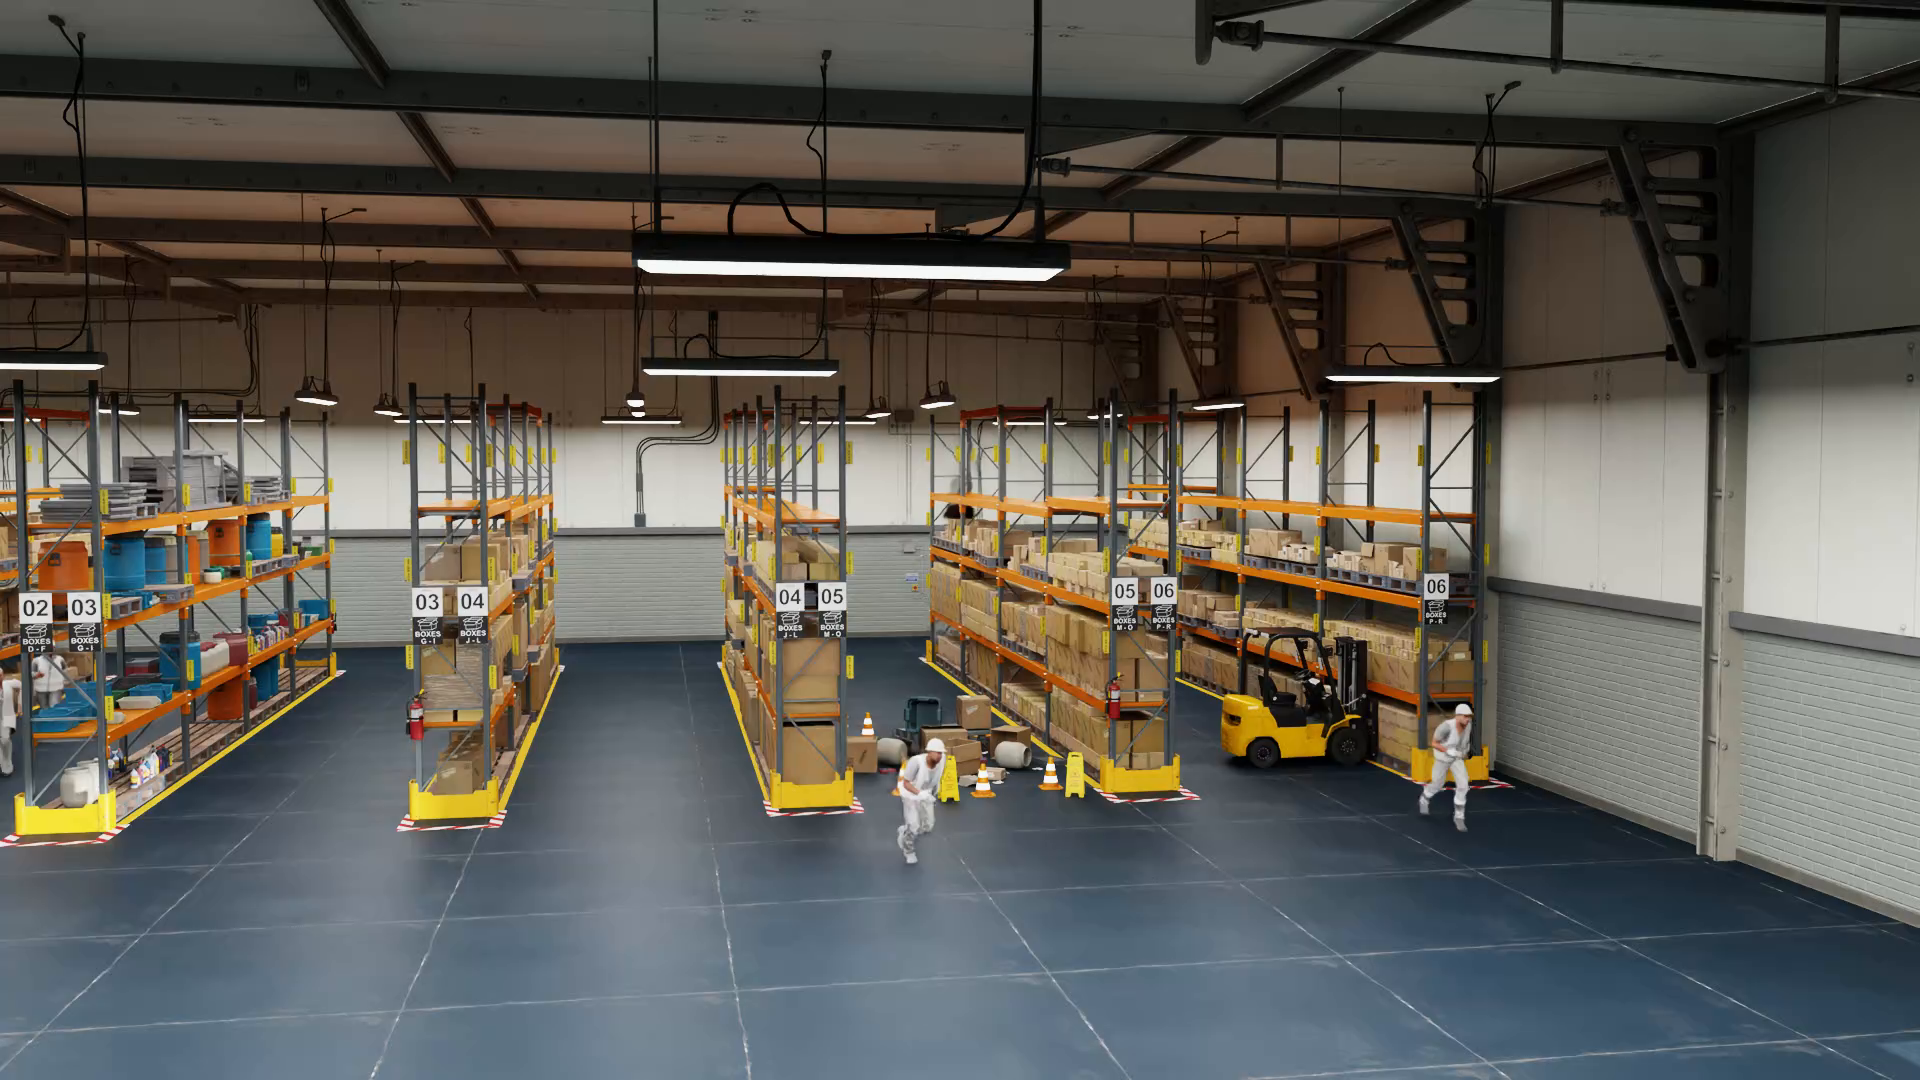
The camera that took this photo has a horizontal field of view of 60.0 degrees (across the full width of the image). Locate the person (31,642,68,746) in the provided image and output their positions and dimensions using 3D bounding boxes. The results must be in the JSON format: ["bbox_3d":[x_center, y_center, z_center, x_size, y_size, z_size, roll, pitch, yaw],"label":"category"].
[{"bbox_3d":[-15.943,2.644,29.058,0.635,1.811,0.871,-1,3,-26],"label":"person"}]

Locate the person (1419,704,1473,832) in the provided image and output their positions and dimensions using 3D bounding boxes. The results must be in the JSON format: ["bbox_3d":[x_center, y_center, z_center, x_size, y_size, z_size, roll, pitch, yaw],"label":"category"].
[{"bbox_3d":[6.593,3.032,22.551,0.704,1.732,1.056,-1,3,-23],"label":"person"}]

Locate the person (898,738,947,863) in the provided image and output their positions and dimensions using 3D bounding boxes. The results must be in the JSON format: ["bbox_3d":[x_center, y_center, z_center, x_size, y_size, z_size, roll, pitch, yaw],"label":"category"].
[{"bbox_3d":[-0.450,3.182,20.407,0.710,1.580,0.885,-2,4,-39],"label":"person"}]

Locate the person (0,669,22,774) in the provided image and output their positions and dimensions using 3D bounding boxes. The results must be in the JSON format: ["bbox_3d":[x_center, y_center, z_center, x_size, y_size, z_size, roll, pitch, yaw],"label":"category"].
[{"bbox_3d":[-14.890,2.815,25.821,0.680,1.703,0.934,-1,3,-20],"label":"person"}]

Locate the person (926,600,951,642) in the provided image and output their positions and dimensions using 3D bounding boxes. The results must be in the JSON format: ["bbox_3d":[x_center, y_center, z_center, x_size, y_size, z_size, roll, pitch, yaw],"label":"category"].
[{"bbox_3d":[-0.567,1.926,43.466,0.763,1.853,0.633,-2,3,-33],"label":"person"}]
